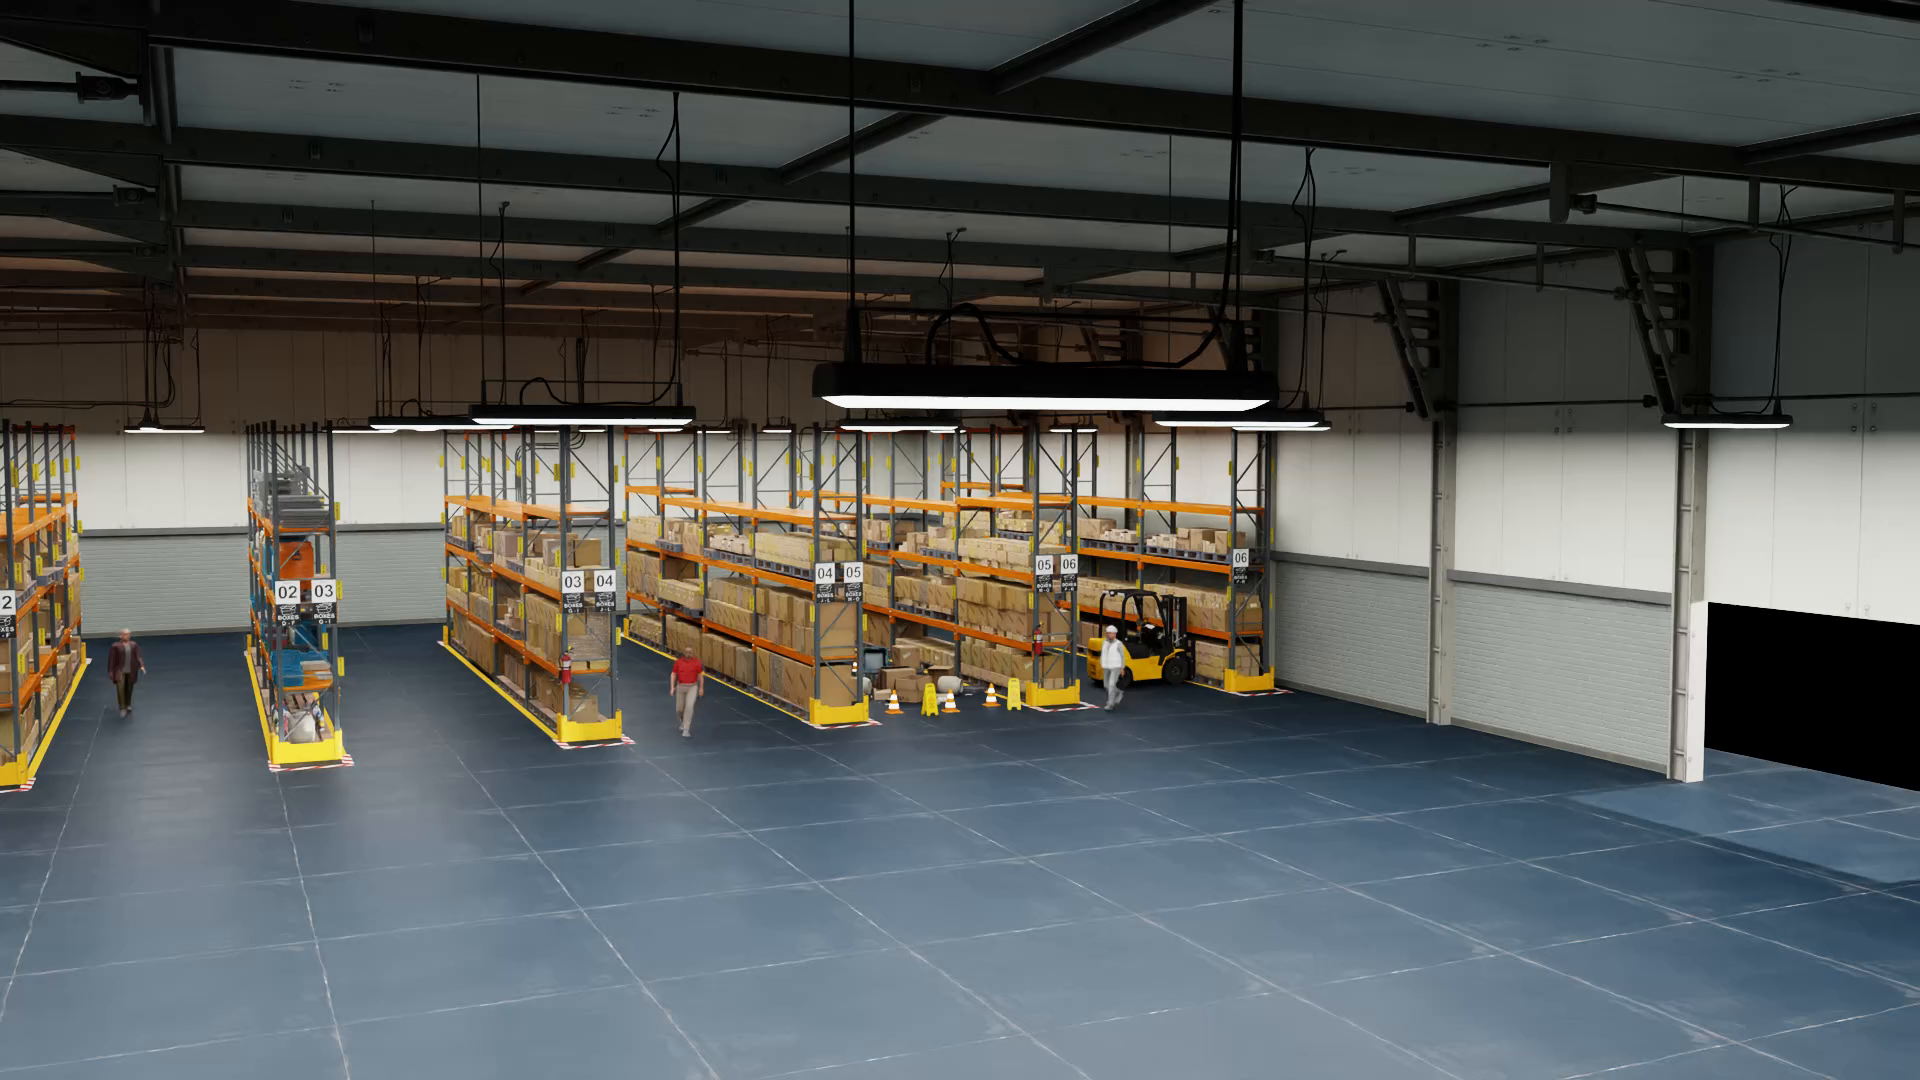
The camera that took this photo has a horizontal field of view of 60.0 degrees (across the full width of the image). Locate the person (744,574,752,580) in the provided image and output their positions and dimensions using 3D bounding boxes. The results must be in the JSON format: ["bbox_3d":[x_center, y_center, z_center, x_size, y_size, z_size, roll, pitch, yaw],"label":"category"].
[{"bbox_3d":[-6.215,1.848,48.788,0.605,1.715,0.495,-1,4,-9],"label":"person"}]

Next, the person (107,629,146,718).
[{"bbox_3d":[-17.105,2.699,34.139,0.682,1.746,1.036,-3,4,-37],"label":"person"}]

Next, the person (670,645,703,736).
[{"bbox_3d":[-5.256,2.876,31.986,0.606,1.692,0.876,0,4,-3],"label":"person"}]

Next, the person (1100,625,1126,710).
[{"bbox_3d":[3.211,2.665,34.949,0.556,1.746,0.925,3,5,41],"label":"person"}]

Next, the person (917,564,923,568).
[{"bbox_3d":[-1.255,1.584,52.723,0.983,1.686,0.504,-2,4,-25],"label":"person"}]
